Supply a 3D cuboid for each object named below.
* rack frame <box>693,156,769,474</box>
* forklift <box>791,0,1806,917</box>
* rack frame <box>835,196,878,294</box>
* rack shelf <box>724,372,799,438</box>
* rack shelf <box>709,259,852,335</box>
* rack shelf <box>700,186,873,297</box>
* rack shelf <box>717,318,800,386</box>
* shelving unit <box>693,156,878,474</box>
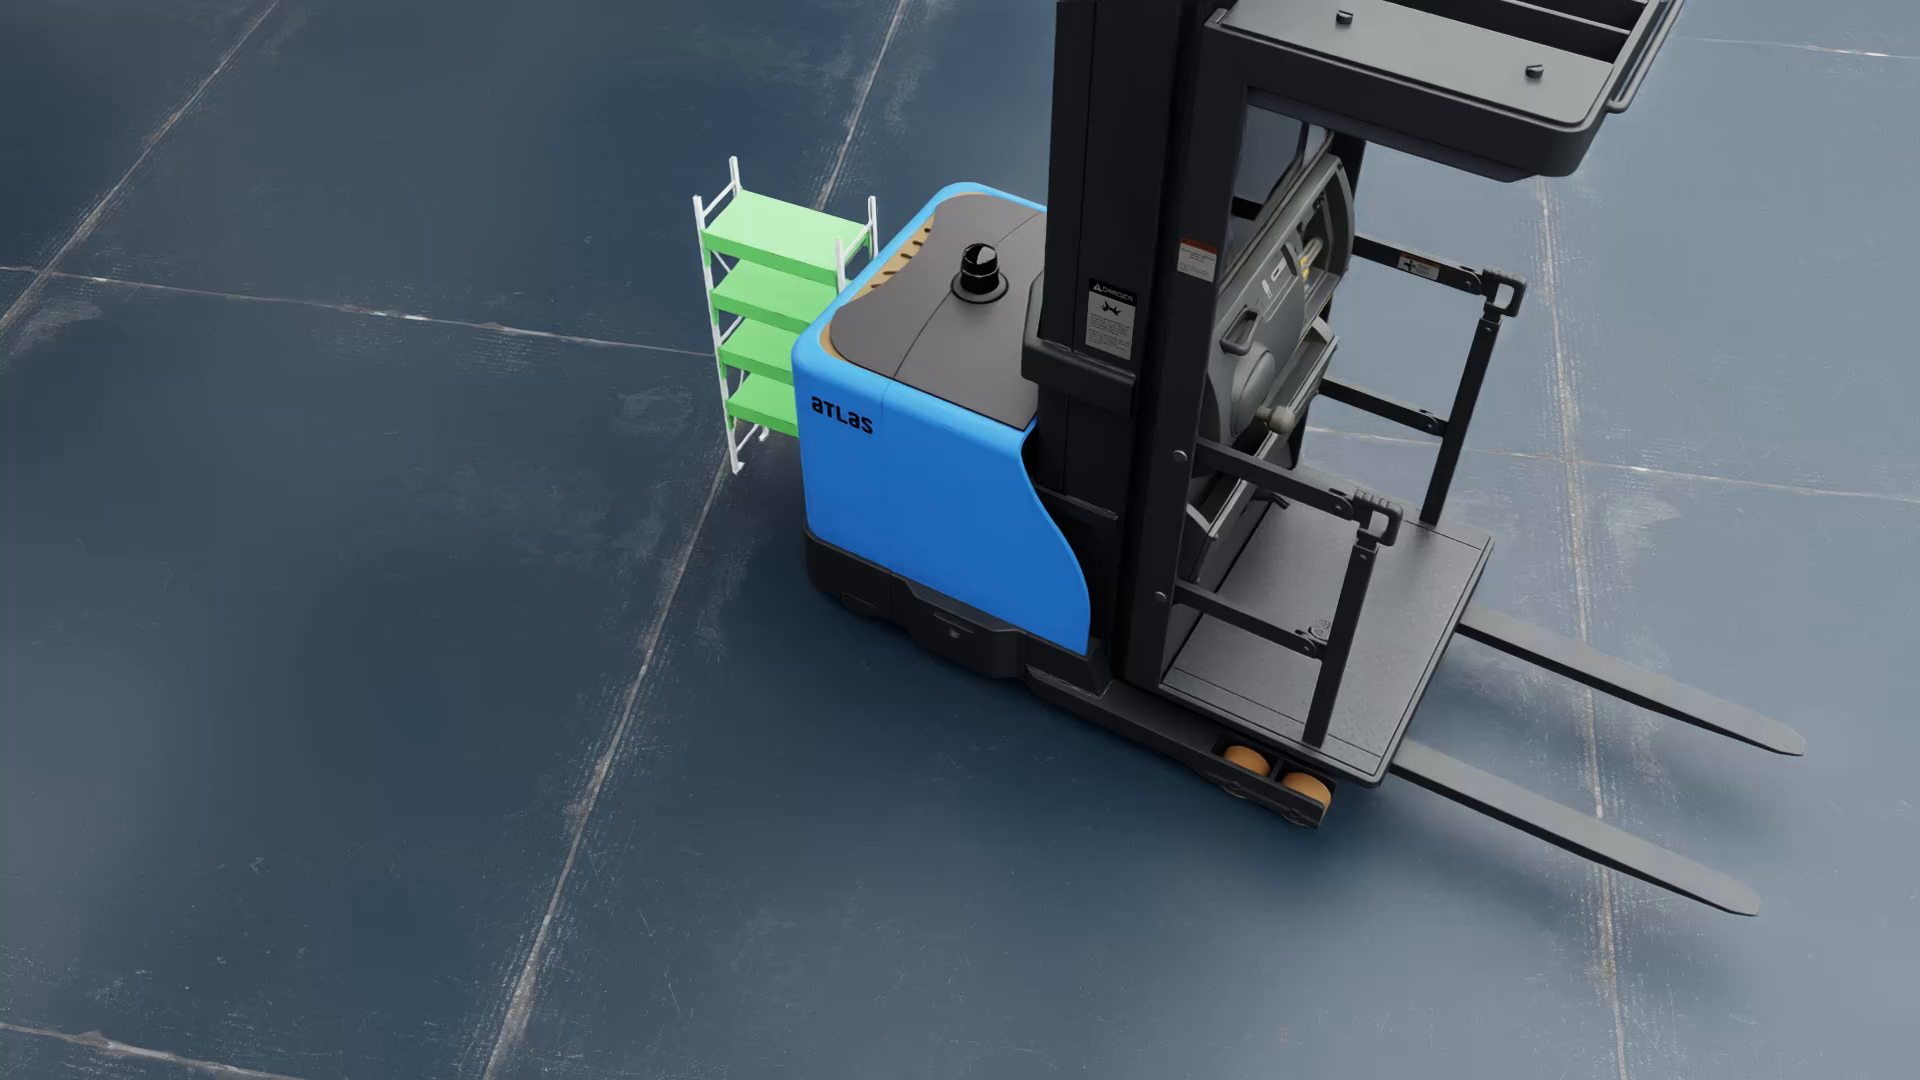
[{"bbox_3d":[-0.758,-0.721,5.591,0.015,1.200,0.240,19,51,16],"label":"rack frame"},{"bbox_3d":[1.025,-0.582,4.303,3.031,2.935,1.130,23,52,19],"label":"forklift"},{"bbox_3d":[-0.315,-0.568,5.453,0.015,1.200,0.240,19,51,16],"label":"rack frame"},{"bbox_3d":[-0.537,-0.441,5.748,0.480,0.148,0.258,19,51,16],"label":"rack shelf"},{"bbox_3d":[-0.537,-0.762,5.391,0.480,0.148,0.258,19,51,16],"label":"rack shelf"},{"bbox_3d":[-0.537,-0.922,5.213,0.480,0.148,0.258,19,51,16],"label":"rack shelf"},{"bbox_3d":[-0.537,-0.601,5.570,0.480,0.148,0.258,19,51,16],"label":"rack shelf"},{"bbox_3d":[-0.537,-0.644,5.522,0.503,1.200,0.258,19,51,16],"label":"shelving unit"}]
